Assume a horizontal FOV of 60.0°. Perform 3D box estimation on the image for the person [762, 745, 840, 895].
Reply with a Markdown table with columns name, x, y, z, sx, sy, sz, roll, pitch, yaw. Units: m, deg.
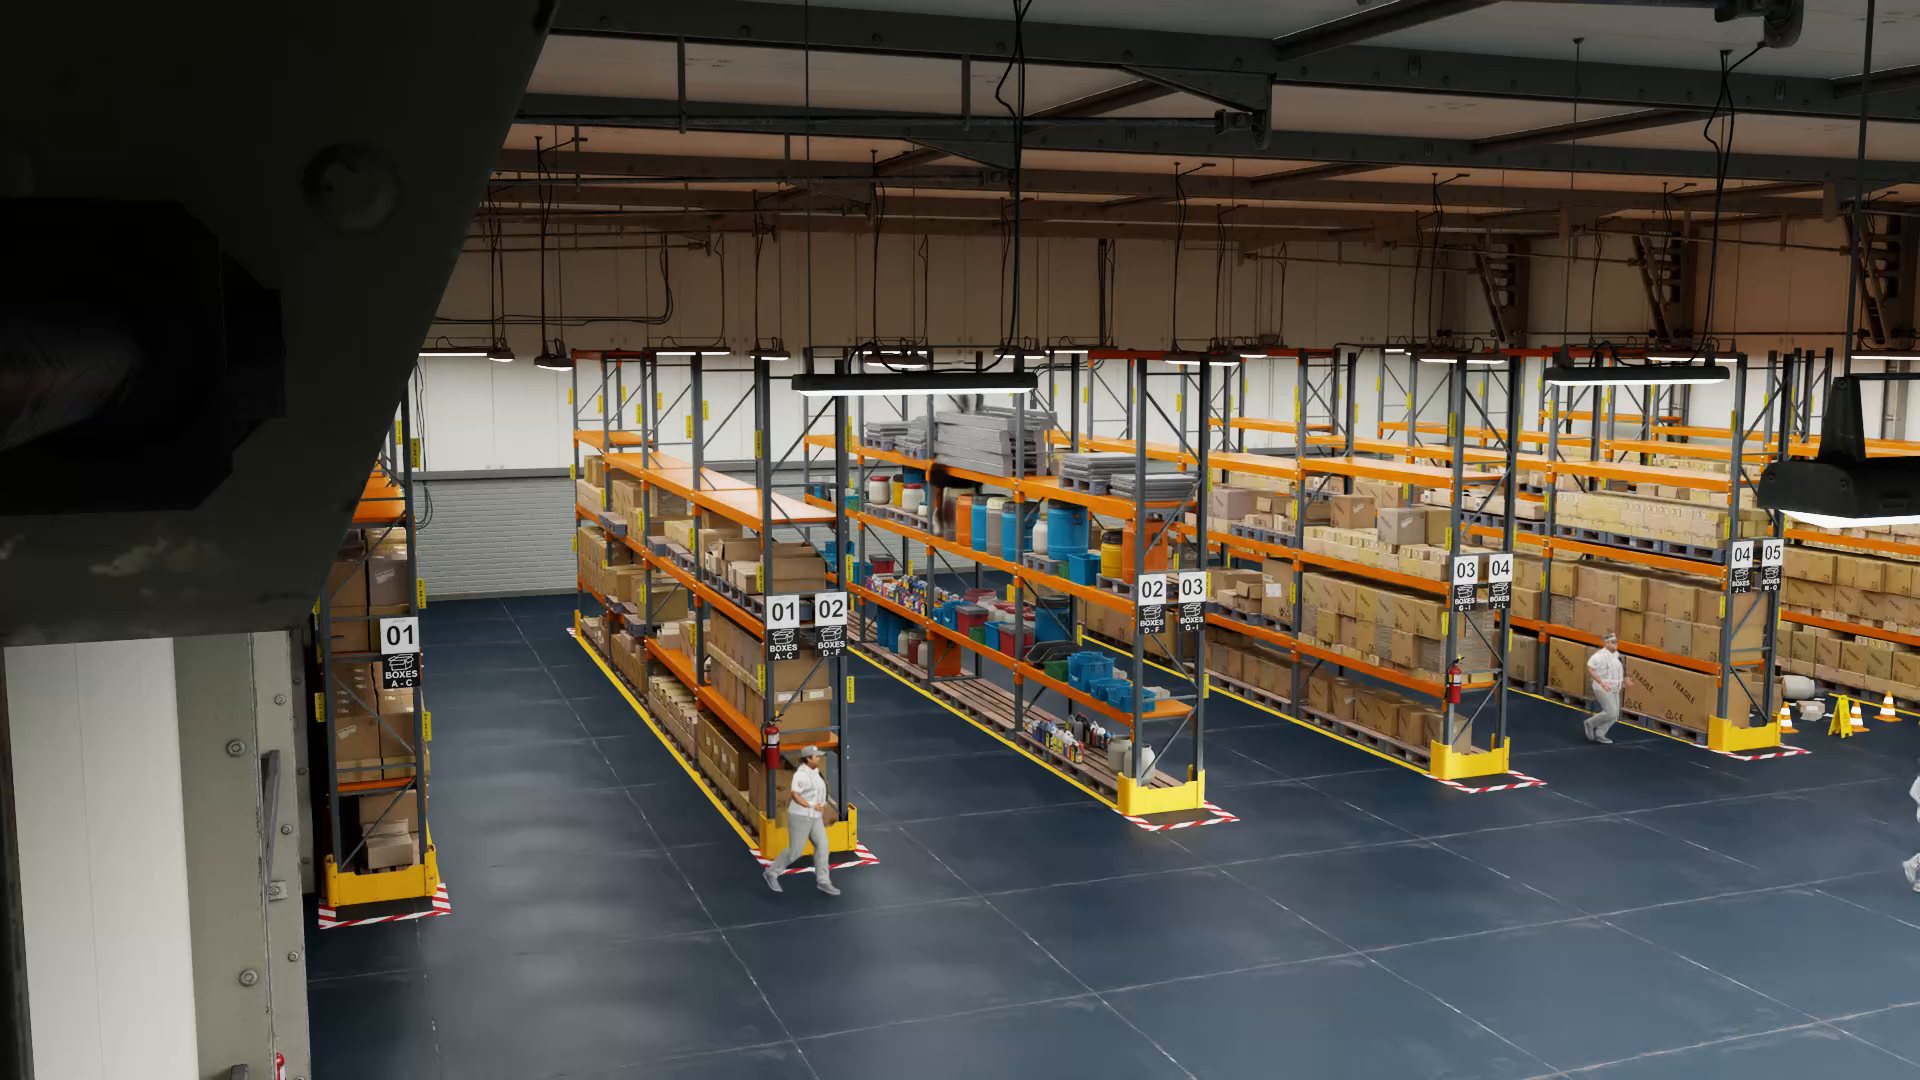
| name | x | y | z | sx | sy | sz | roll | pitch | yaw |
| --- | --- | --- | --- | --- | --- | --- | --- | --- | --- |
| person | -1.742 | 3.160 | 18.918 | 0.881 | 1.659 | 0.701 | 2 | 7 | 17 |

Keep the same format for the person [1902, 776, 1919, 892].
| name | x | y | z | sx | sy | sz | roll | pitch | yaw |
| --- | --- | --- | --- | --- | --- | --- | --- | --- | --- |
| person | 11.018 | 3.182 | 18.784 | 0.539 | 1.651 | 0.589 | 1 | 7 | 6 |

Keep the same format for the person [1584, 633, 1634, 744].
| name | x | y | z | sx | sy | sz | roll | pitch | yaw |
| --- | --- | --- | --- | --- | --- | --- | --- | --- | --- |
| person | 10.011 | 2.283 | 25.653 | 0.646 | 1.739 | 0.602 | -5 | 9 | -37 |
